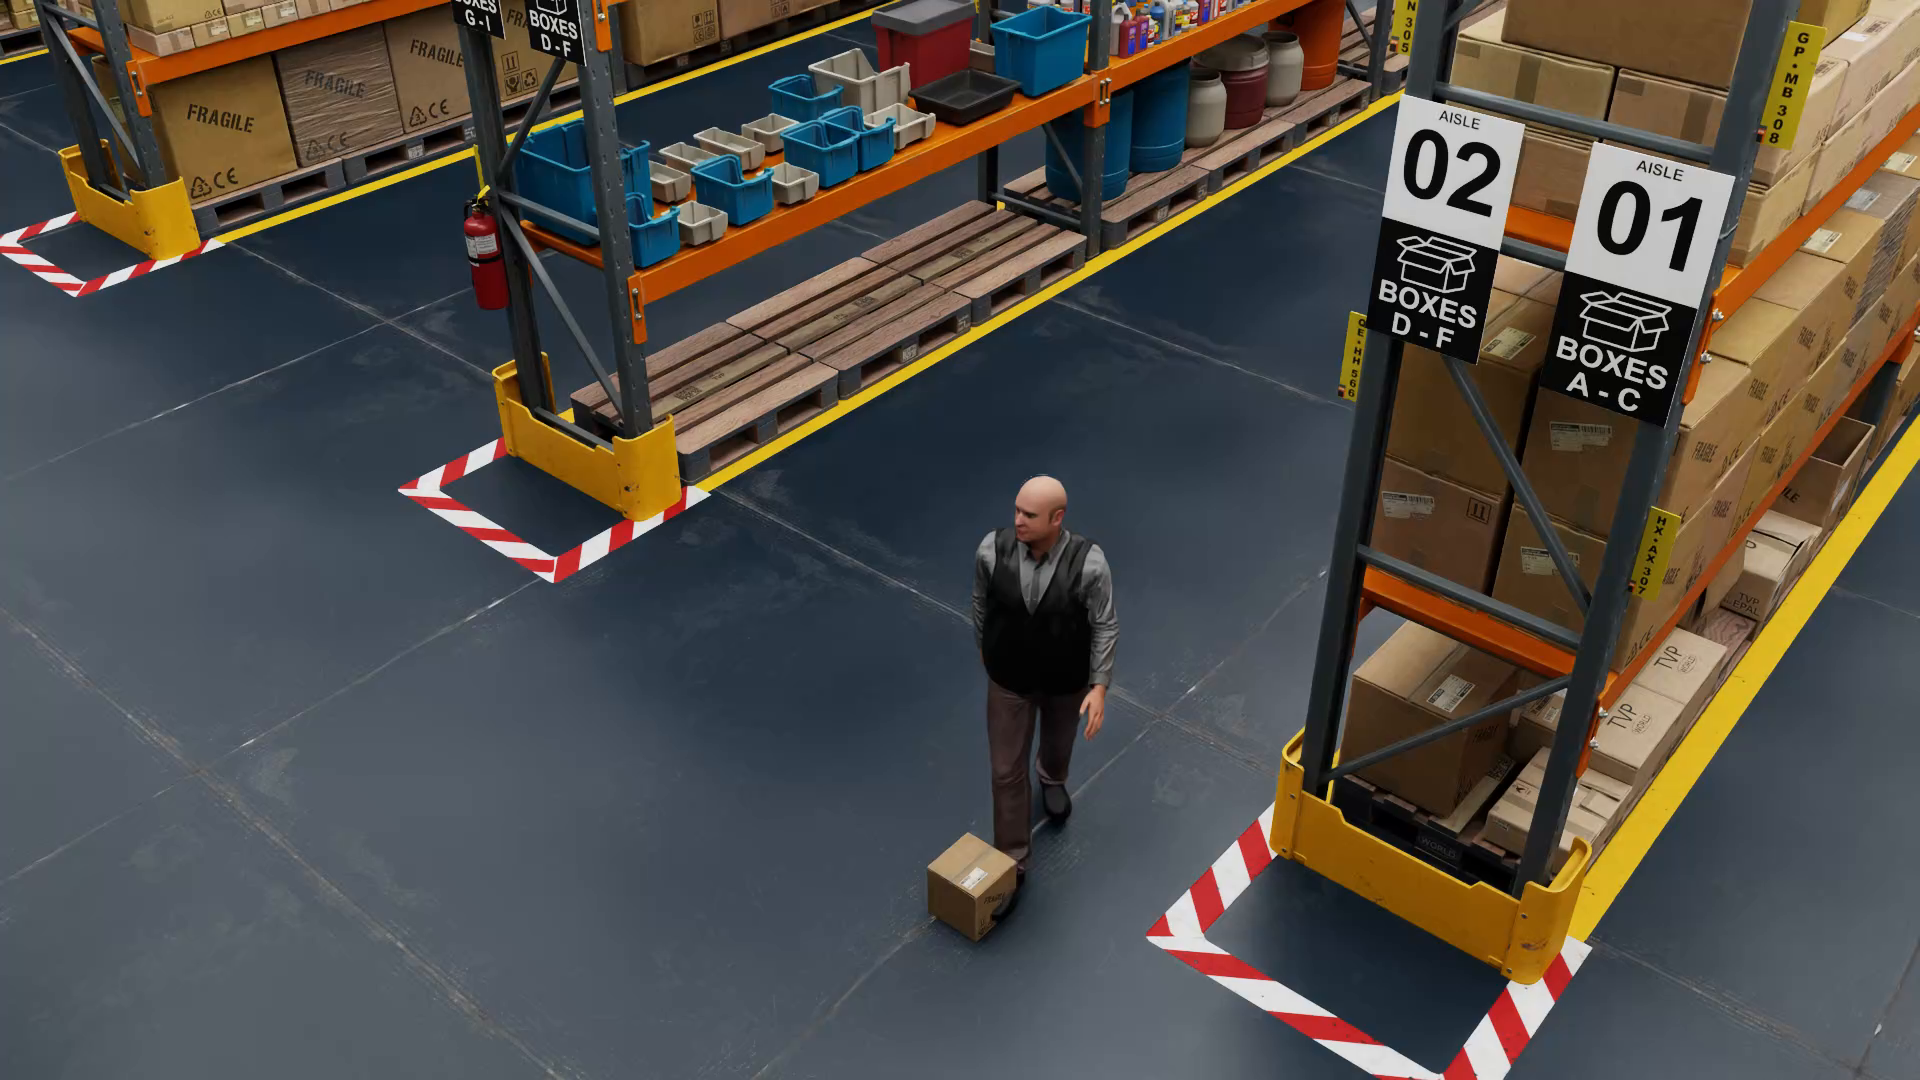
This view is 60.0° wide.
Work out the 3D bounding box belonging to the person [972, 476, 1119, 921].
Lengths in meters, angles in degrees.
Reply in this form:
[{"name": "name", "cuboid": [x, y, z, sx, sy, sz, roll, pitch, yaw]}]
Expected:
[{"name": "person", "cuboid": [0.299, 0.568, 6.335, 0.578, 1.674, 0.902, 5, 35, 7]}]
